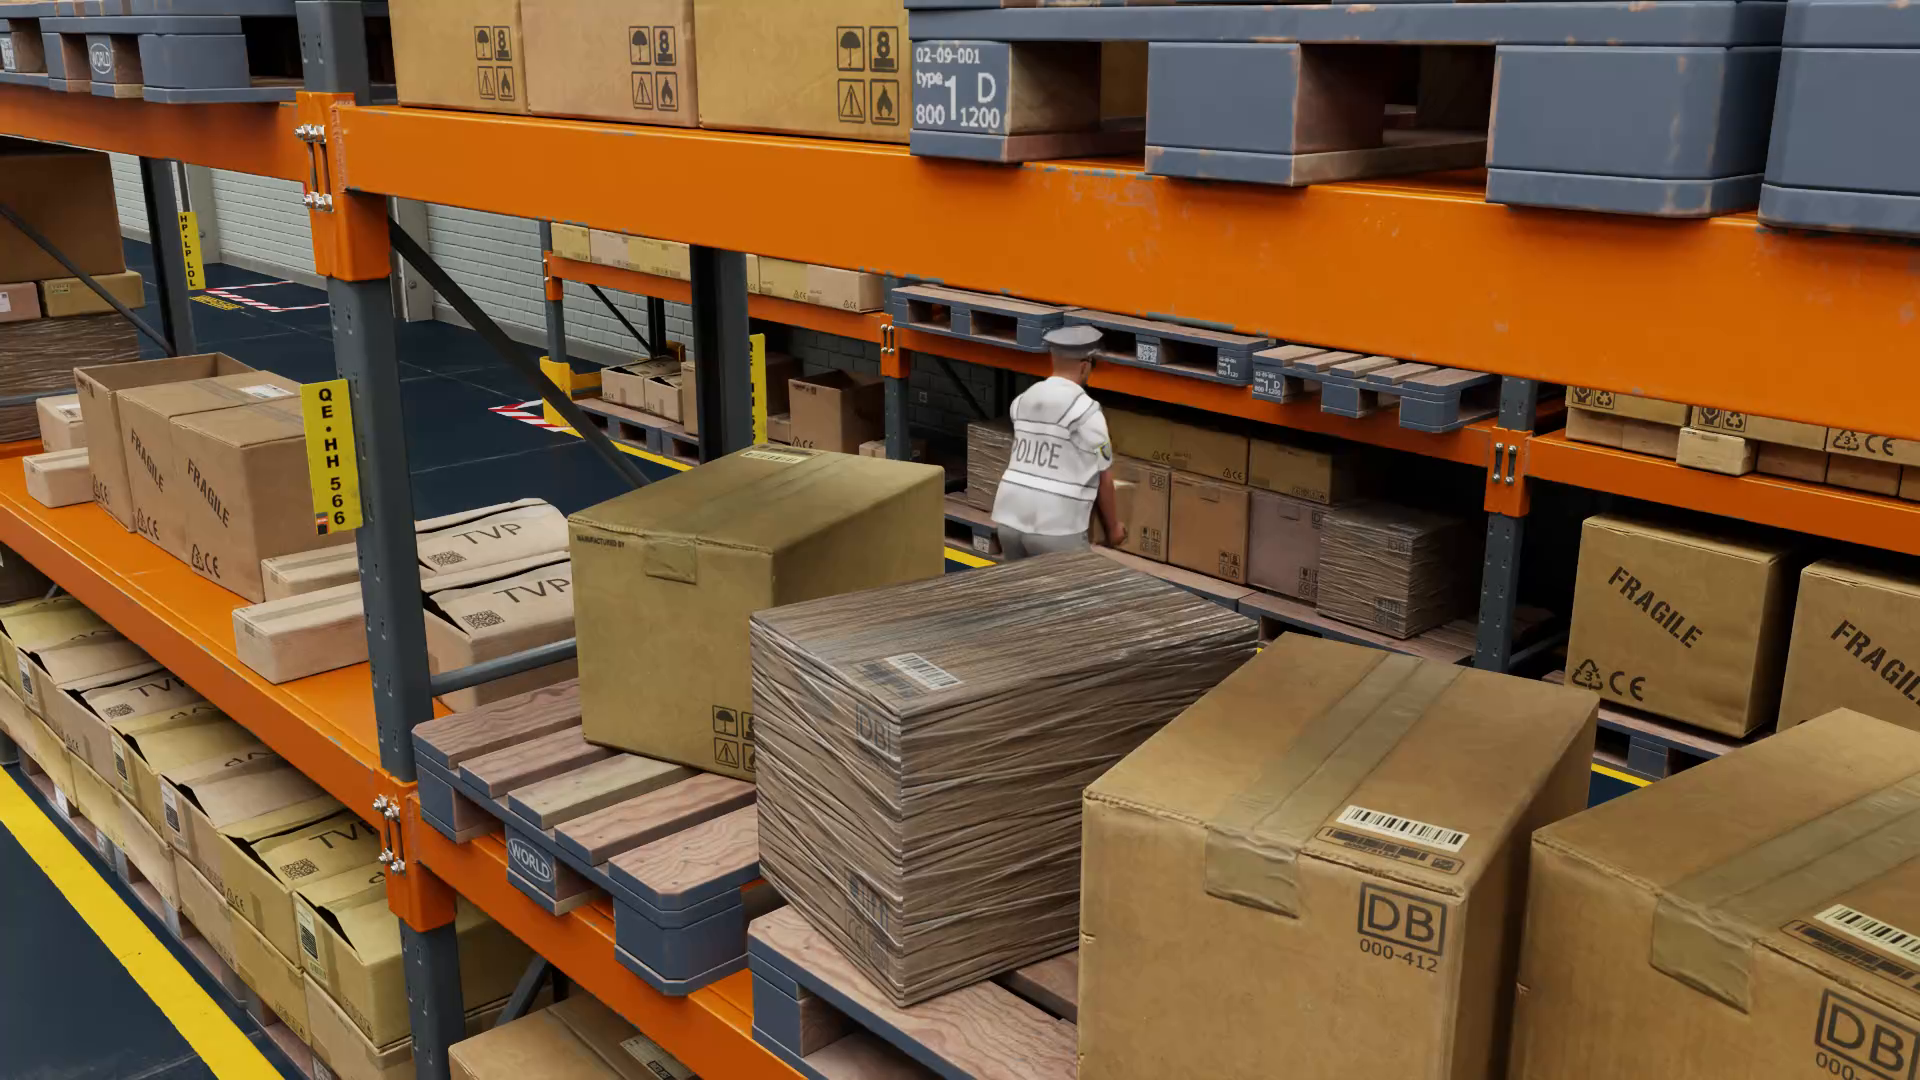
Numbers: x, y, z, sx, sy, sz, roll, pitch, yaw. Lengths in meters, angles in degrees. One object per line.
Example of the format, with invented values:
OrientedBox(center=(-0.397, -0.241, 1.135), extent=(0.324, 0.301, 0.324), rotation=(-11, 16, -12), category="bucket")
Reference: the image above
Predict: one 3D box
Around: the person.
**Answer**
OrientedBox(center=(0.428, -0.065, 7.313), extent=(0.607, 1.720, 0.483), rotation=(-16, 23, -42), category="person")
